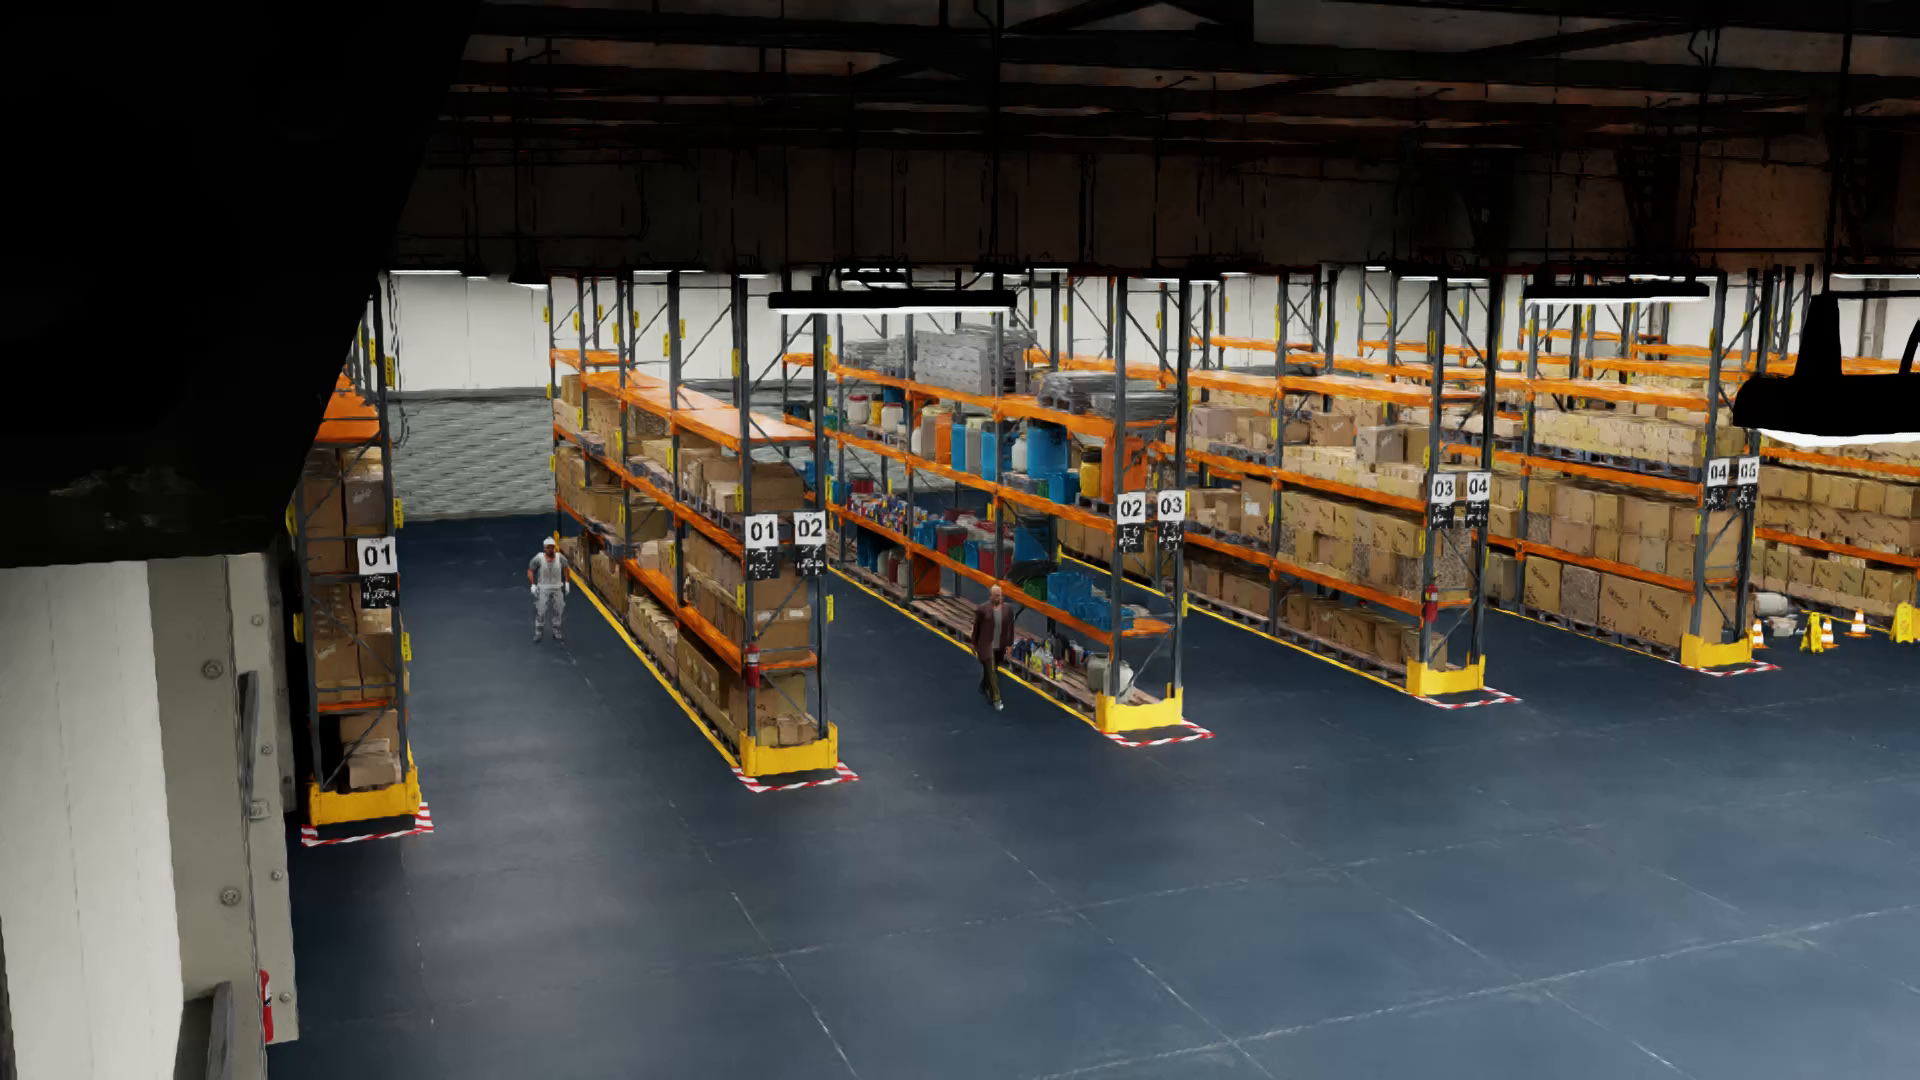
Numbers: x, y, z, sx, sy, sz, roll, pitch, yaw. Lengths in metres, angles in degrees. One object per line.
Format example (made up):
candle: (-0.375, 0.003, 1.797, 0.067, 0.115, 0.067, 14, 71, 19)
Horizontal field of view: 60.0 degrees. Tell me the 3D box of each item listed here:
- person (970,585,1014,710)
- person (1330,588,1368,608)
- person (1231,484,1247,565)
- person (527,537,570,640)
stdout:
person: (0.491, 1.458, 23.283, 0.588, 1.700, 1.193, -4, 11, -23)
person: (6.759, 0.509, 28.713, 0.553, 1.709, 1.123, -4, 10, -19)
person: (5.452, -0.264, 33.146, 0.569, 1.707, 0.628, 2, 10, 9)
person: (-6.701, 0.789, 27.149, 0.677, 1.742, 0.545, -4, 11, -23)
